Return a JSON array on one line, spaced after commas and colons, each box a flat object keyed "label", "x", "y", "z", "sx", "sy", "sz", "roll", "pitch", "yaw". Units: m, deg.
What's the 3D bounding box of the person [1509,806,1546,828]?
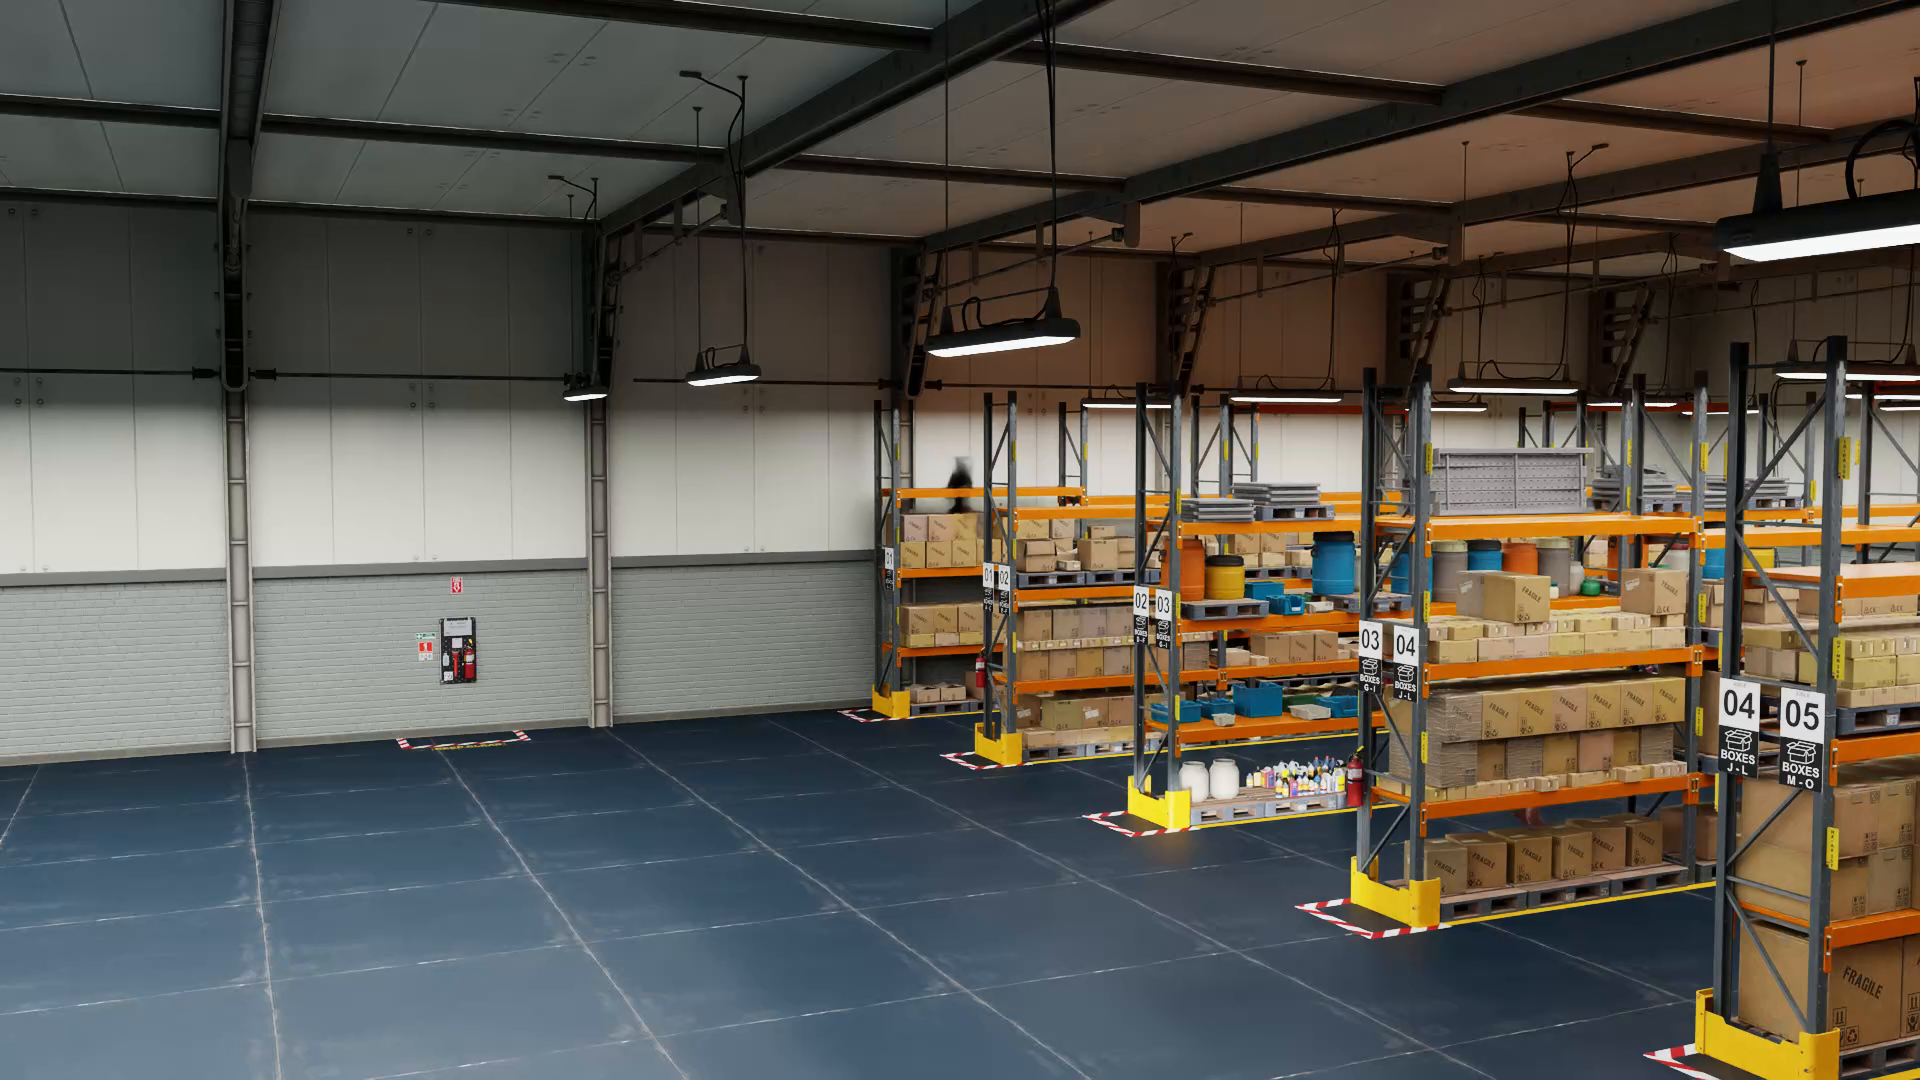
[{"label": "person", "x": 7.219, "y": 3.125, "z": 21.053, "sx": 0.702, "sy": 1.619, "sz": 0.592, "roll": -1, "pitch": 3, "yaw": -11}]
